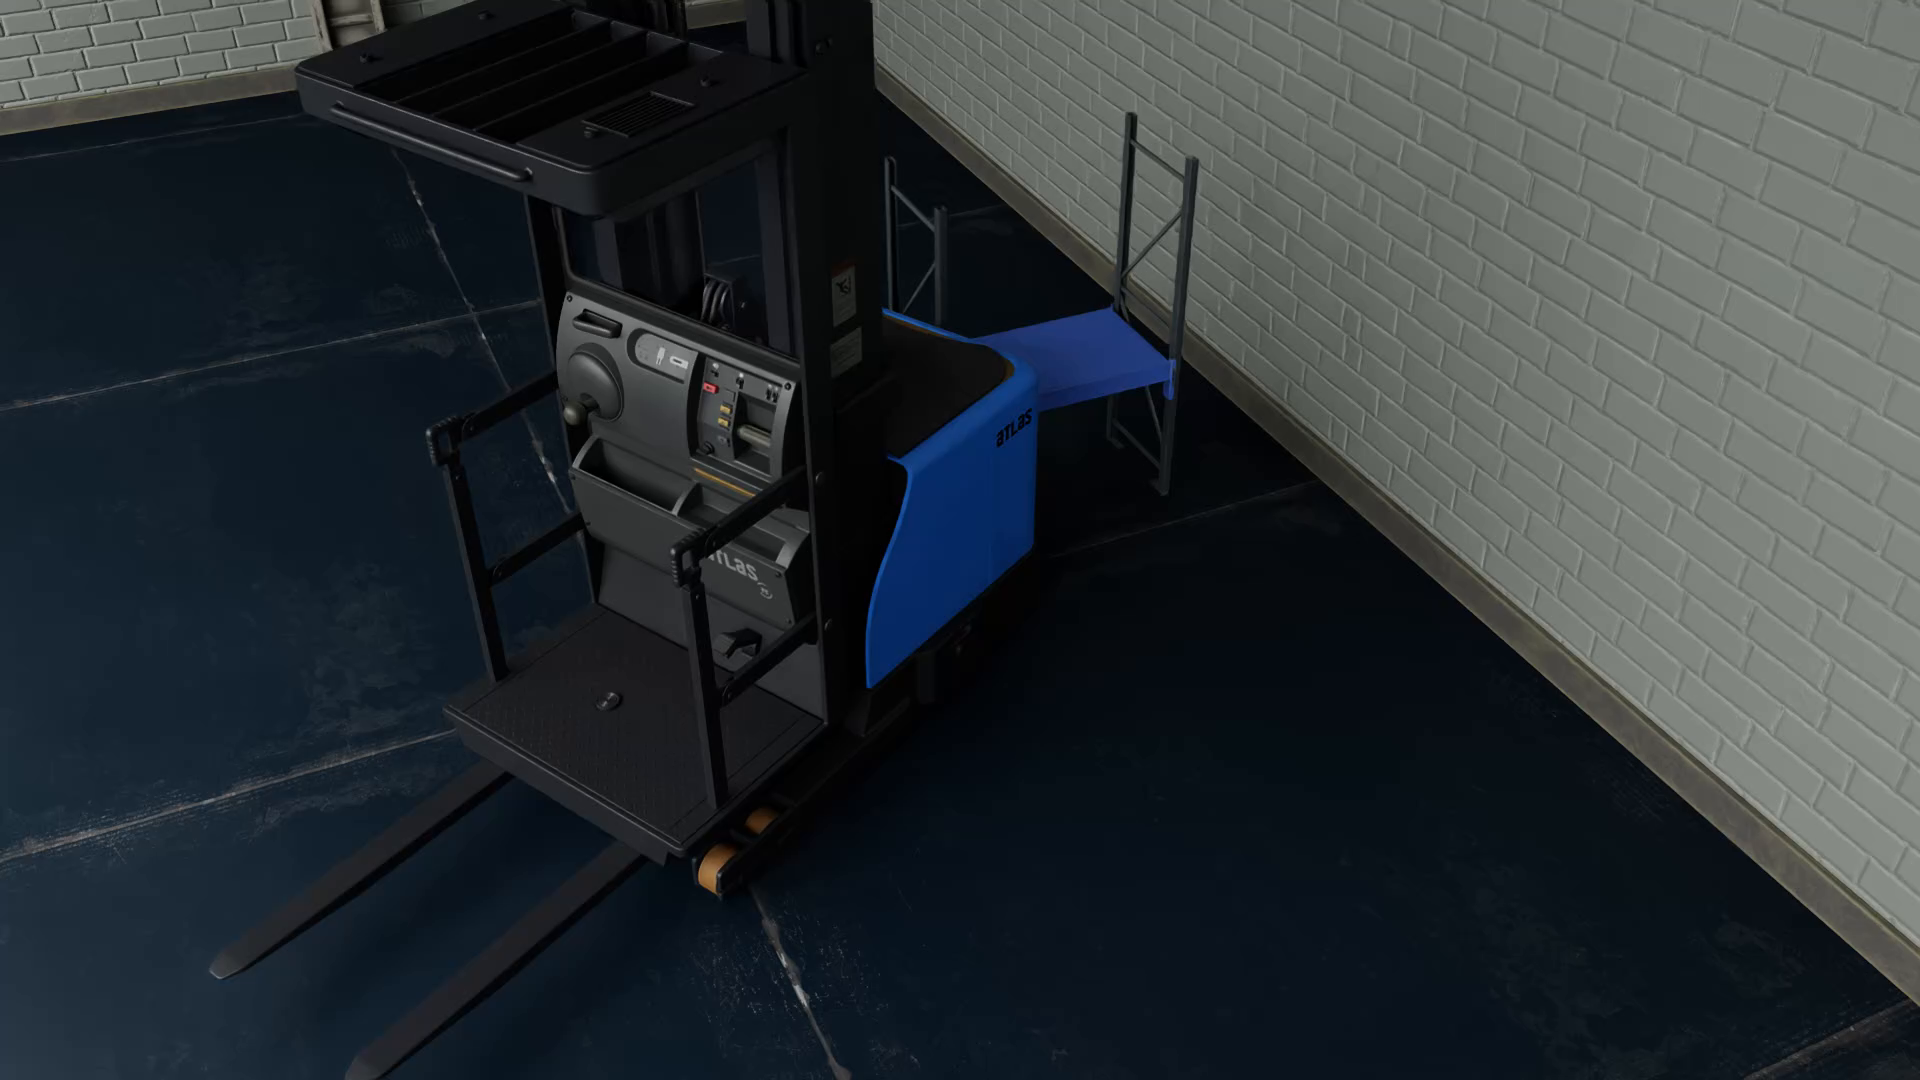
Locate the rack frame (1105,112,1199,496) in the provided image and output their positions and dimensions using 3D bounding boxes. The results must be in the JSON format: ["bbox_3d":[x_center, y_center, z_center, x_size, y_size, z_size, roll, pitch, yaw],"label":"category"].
[{"bbox_3d":[0.762,-0.928,6.743,0.032,1.500,0.500,-15,39,-20],"label":"rack frame"}]

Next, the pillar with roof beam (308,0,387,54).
[{"bbox_3d":[-2.005,-4.205,4.866,0.400,9.000,9.100,-16,39,-20],"label":"pillar with roof beam"}]

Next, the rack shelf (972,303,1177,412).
[{"bbox_3d":[0.300,-0.658,6.680,1.000,0.185,0.538,-15,39,-20],"label":"rack shelf"}]

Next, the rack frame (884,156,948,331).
[{"bbox_3d":[-0.162,-0.676,6.403,0.032,1.500,0.500,-15,39,-20],"label":"rack frame"}]

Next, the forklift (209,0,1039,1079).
[{"bbox_3d":[-0.980,-0.388,4.813,1.130,2.935,3.031,23,43,28],"label":"forklift"}]

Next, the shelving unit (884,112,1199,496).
[{"bbox_3d":[0.300,-0.802,6.573,1.048,1.500,0.538,-15,39,-20],"label":"shelving unit"}]
